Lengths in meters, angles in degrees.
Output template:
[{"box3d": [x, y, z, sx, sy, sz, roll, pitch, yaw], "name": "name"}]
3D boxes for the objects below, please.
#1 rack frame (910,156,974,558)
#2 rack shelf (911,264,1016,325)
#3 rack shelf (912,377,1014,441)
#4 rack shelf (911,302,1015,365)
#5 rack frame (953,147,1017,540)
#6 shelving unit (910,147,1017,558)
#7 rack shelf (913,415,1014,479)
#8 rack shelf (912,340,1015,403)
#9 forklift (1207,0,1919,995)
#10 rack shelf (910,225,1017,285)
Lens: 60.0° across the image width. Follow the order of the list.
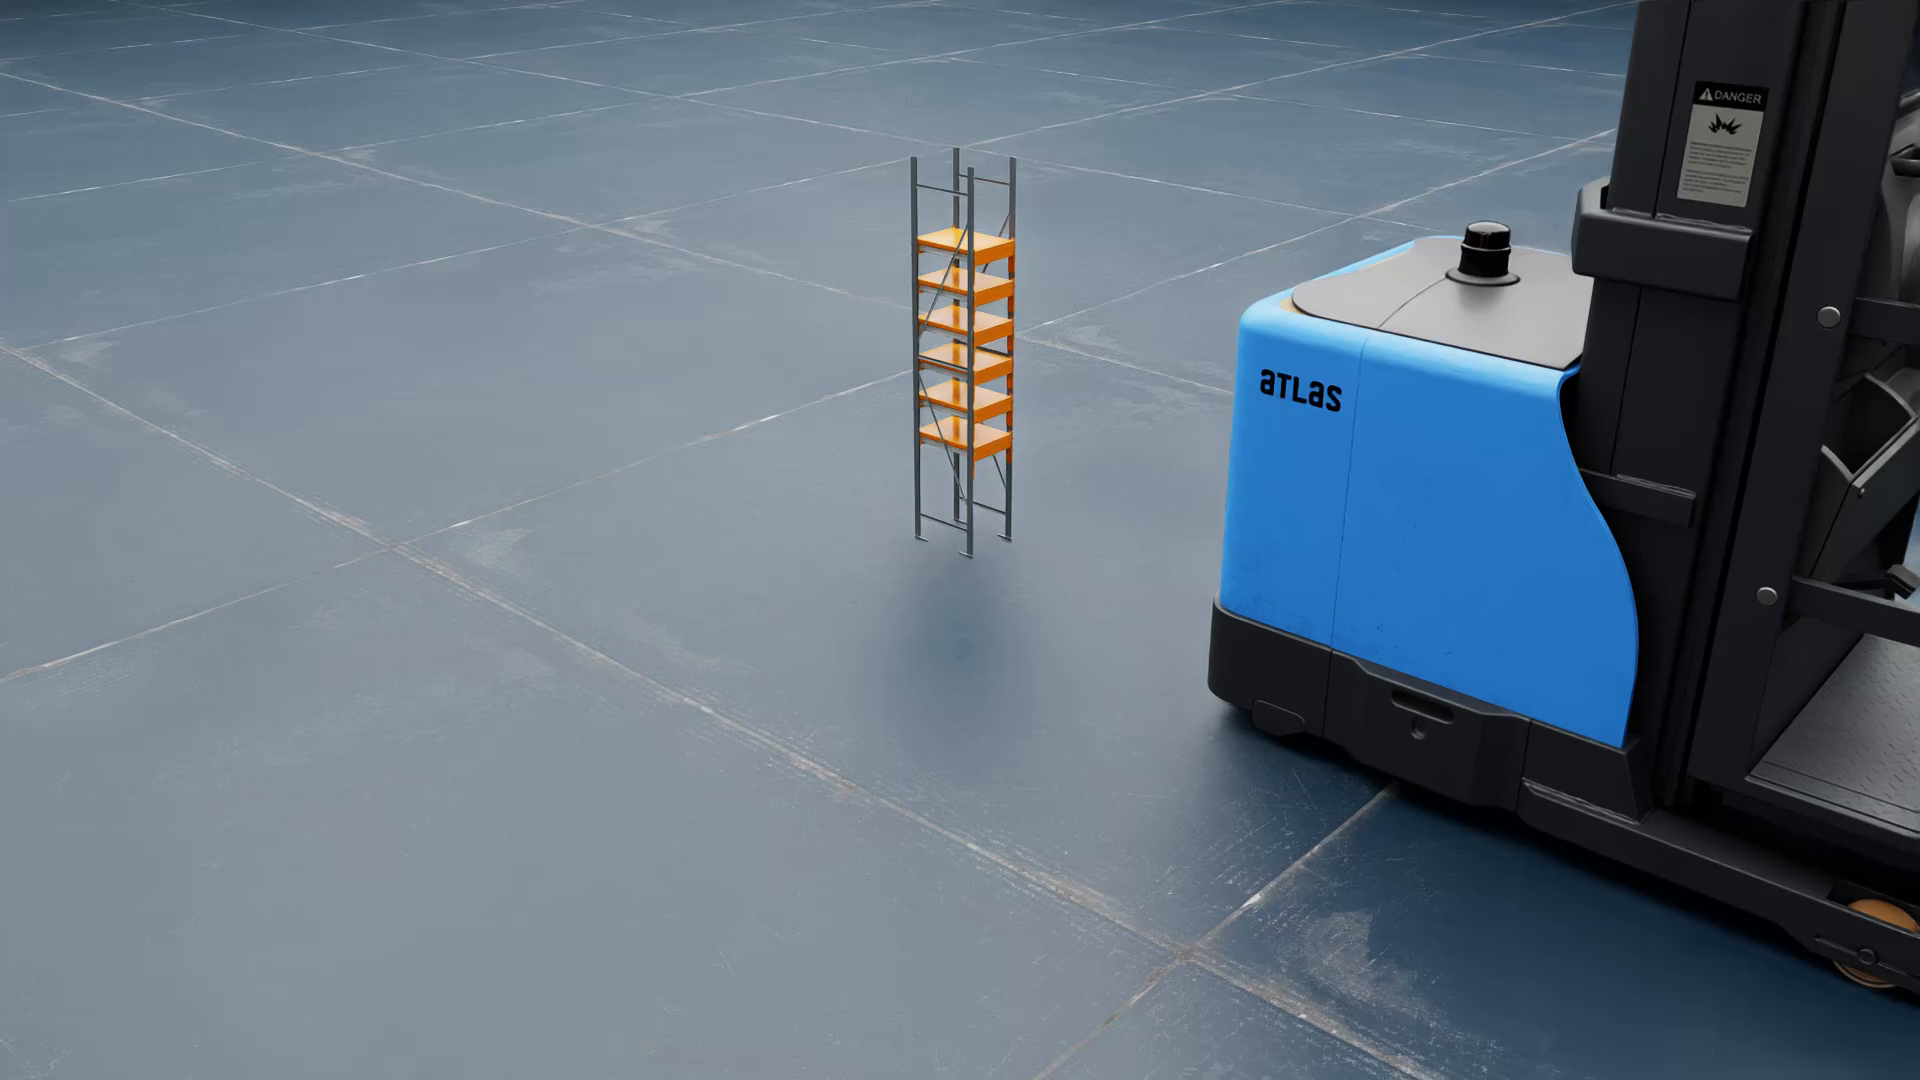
[{"box3d": [-0.051, -0.524, 4.952, 0.240, 1.200, 0.006, 20, 31, 38], "name": "rack frame"}, {"box3d": [0.010, -0.730, 4.934, 0.258, 0.103, 0.180, 20, 31, 38], "name": "rack shelf"}, {"box3d": [0.010, -0.402, 5.082, 0.258, 0.103, 0.180, 20, 31, 38], "name": "rack shelf"}, {"box3d": [0.010, -0.621, 4.983, 0.258, 0.103, 0.180, 20, 31, 38], "name": "rack shelf"}, {"box3d": [0.071, -0.580, 5.077, 0.240, 1.200, 0.006, 20, 31, 38], "name": "rack frame"}, {"box3d": [0.010, -0.552, 5.014, 0.258, 1.200, 0.189, 20, 31, 38], "name": "shelving unit"}, {"box3d": [0.010, -0.292, 5.131, 0.258, 0.103, 0.180, 20, 31, 38], "name": "rack shelf"}, {"box3d": [0.010, -0.511, 5.033, 0.258, 0.103, 0.180, 20, 31, 38], "name": "rack shelf"}, {"box3d": [2.071, -0.647, 3.110, 3.031, 2.935, 1.130, 20, 31, 37], "name": "forklift"}, {"box3d": [0.010, -0.840, 4.885, 0.258, 0.103, 0.180, 20, 31, 38], "name": "rack shelf"}]
